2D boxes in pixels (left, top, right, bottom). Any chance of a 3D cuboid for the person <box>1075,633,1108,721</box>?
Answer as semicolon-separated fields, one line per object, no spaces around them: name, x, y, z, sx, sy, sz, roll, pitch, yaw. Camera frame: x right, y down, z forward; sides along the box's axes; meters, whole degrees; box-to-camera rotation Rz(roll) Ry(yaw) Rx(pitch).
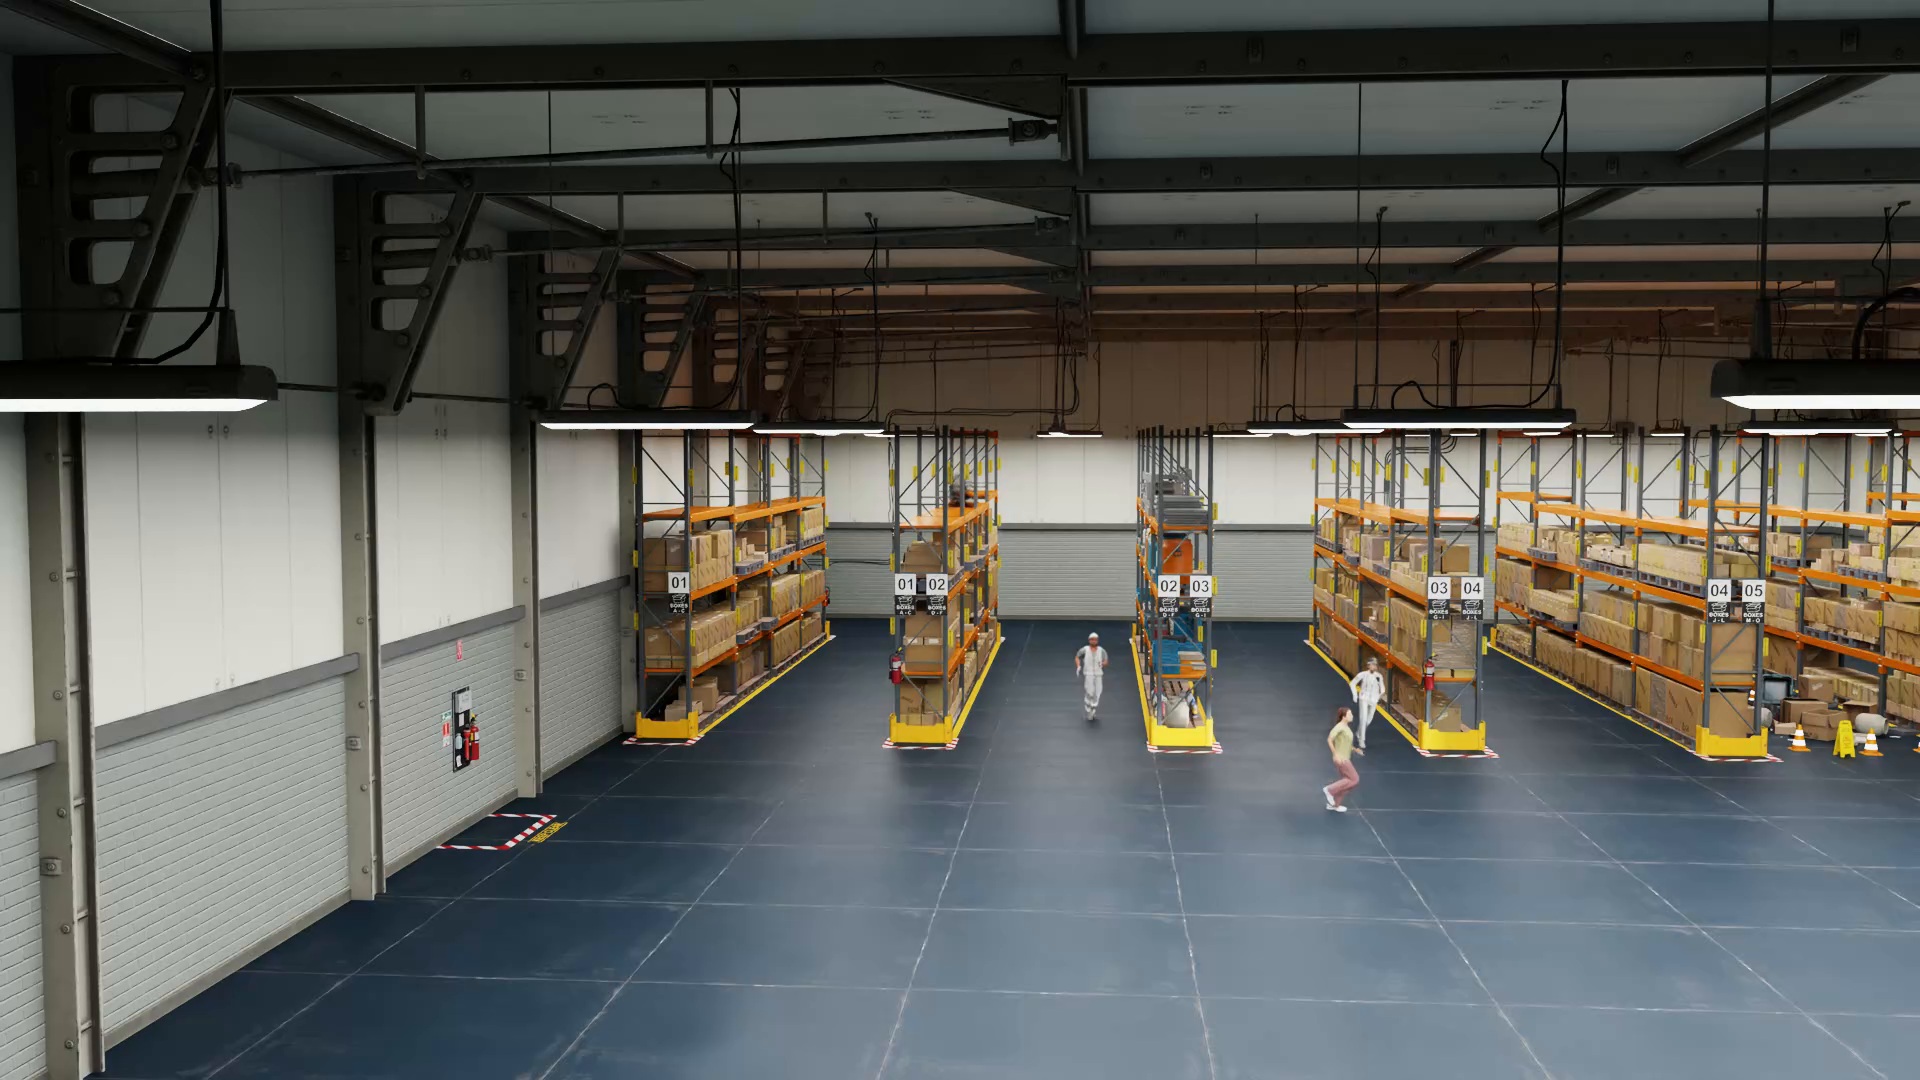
person;2.712;2.789;33.906;0.641;1.785;0.701;0;3;-8

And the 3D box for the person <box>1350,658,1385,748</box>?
person;7.662;3.039;31.264;0.639;1.688;0.742;0;3;-1

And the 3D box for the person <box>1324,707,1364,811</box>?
person;5.913;3.374;25.609;0.576;1.622;0.569;2;4;25
